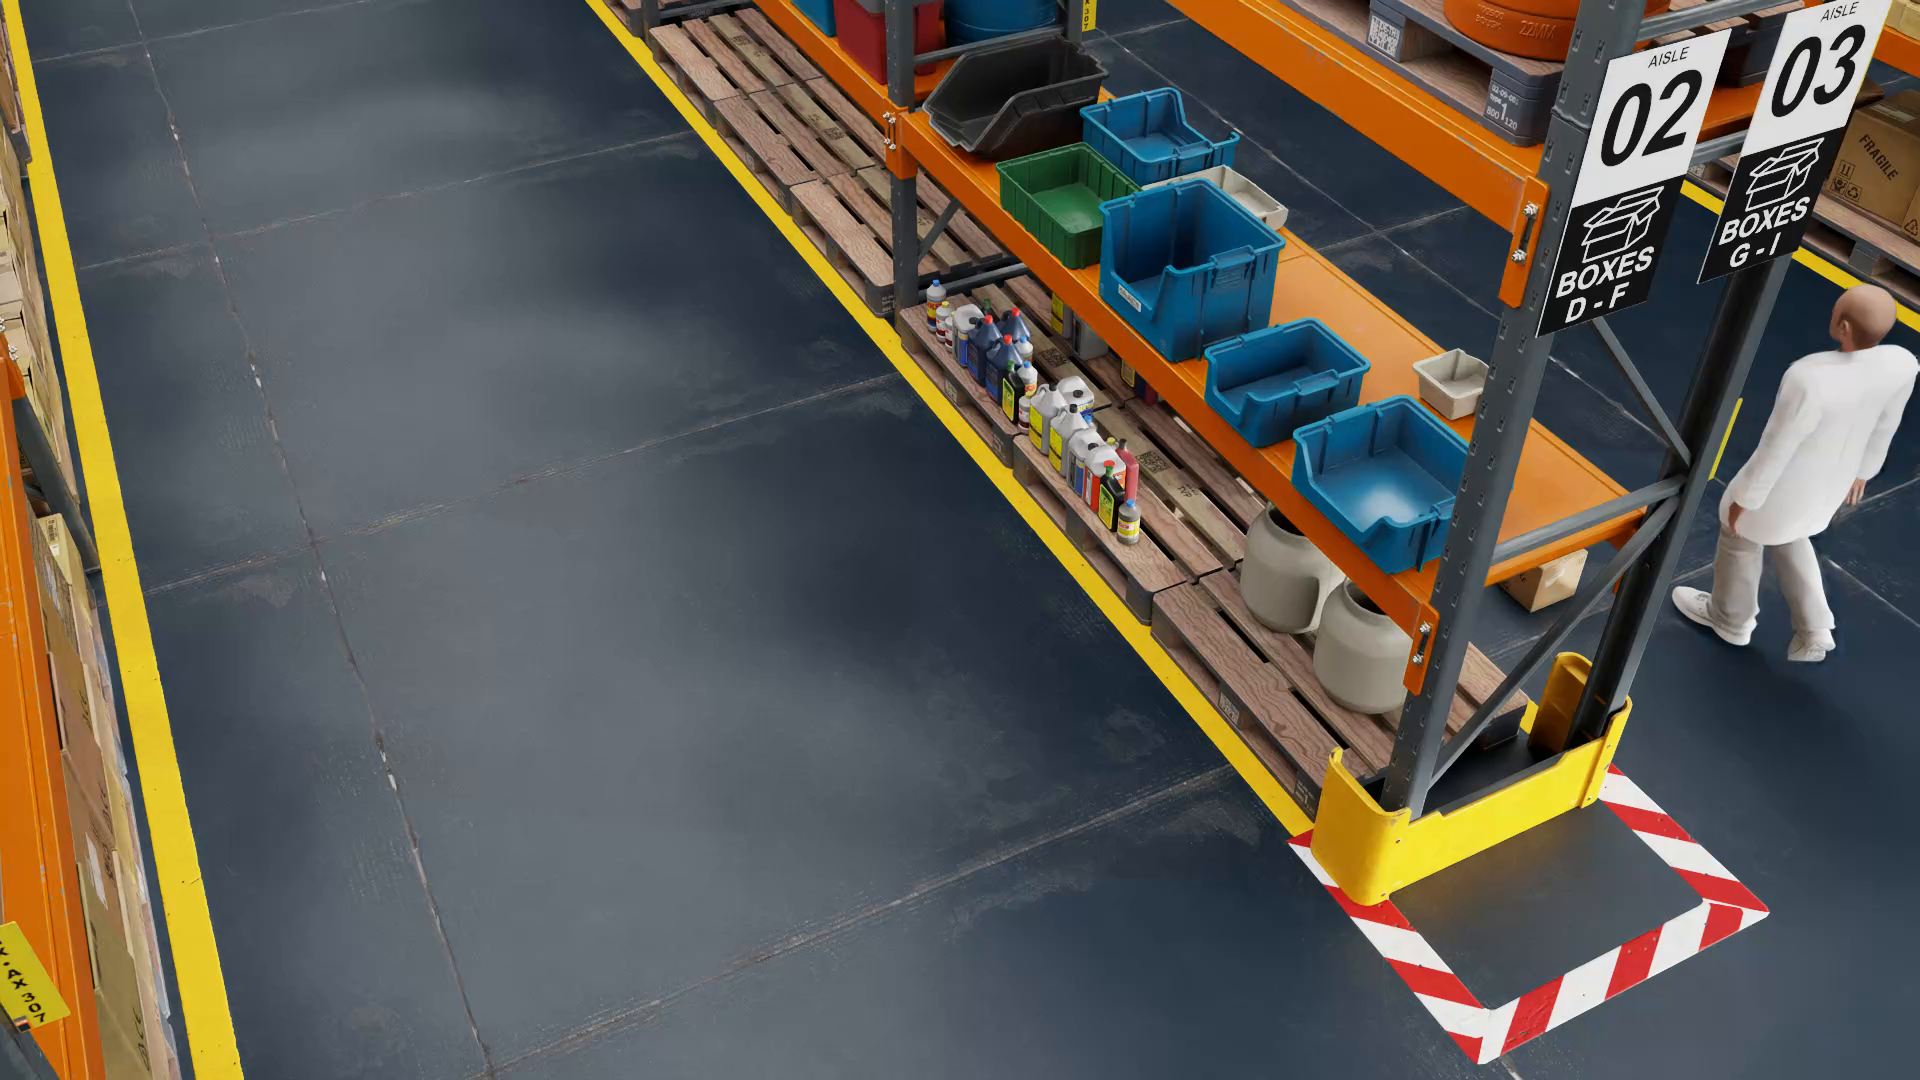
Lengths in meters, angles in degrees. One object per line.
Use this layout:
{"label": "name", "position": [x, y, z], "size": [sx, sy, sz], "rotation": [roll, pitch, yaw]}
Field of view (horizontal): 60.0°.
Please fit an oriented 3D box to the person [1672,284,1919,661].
{"label": "person", "position": [3.242, -0.218, 6.396], "size": [0.626, 1.759, 0.705], "rotation": [-15, 43, -17]}
